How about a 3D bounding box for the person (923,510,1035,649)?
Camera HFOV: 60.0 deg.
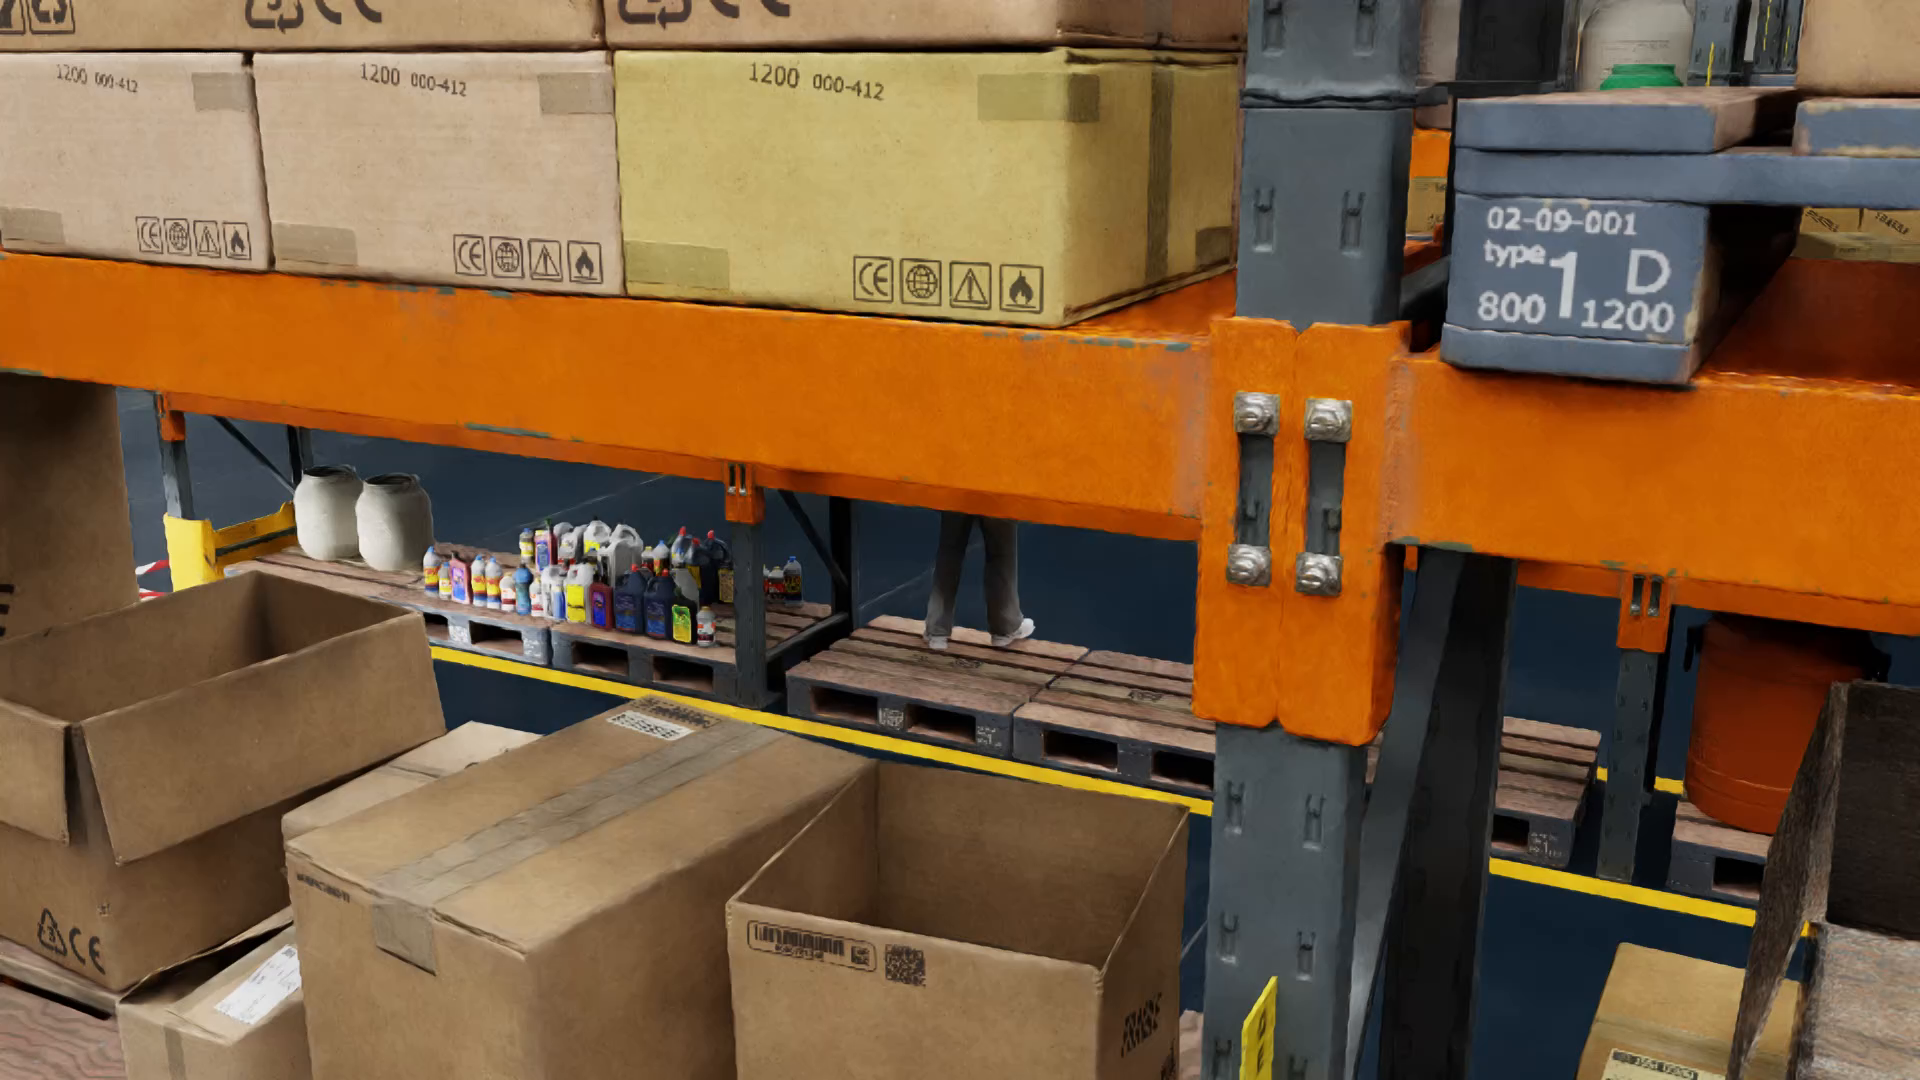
[{"bbox_3d":[0.115,-0.284,8.208,0.612,1.667,0.568,11,19,33],"label":"person"}]
